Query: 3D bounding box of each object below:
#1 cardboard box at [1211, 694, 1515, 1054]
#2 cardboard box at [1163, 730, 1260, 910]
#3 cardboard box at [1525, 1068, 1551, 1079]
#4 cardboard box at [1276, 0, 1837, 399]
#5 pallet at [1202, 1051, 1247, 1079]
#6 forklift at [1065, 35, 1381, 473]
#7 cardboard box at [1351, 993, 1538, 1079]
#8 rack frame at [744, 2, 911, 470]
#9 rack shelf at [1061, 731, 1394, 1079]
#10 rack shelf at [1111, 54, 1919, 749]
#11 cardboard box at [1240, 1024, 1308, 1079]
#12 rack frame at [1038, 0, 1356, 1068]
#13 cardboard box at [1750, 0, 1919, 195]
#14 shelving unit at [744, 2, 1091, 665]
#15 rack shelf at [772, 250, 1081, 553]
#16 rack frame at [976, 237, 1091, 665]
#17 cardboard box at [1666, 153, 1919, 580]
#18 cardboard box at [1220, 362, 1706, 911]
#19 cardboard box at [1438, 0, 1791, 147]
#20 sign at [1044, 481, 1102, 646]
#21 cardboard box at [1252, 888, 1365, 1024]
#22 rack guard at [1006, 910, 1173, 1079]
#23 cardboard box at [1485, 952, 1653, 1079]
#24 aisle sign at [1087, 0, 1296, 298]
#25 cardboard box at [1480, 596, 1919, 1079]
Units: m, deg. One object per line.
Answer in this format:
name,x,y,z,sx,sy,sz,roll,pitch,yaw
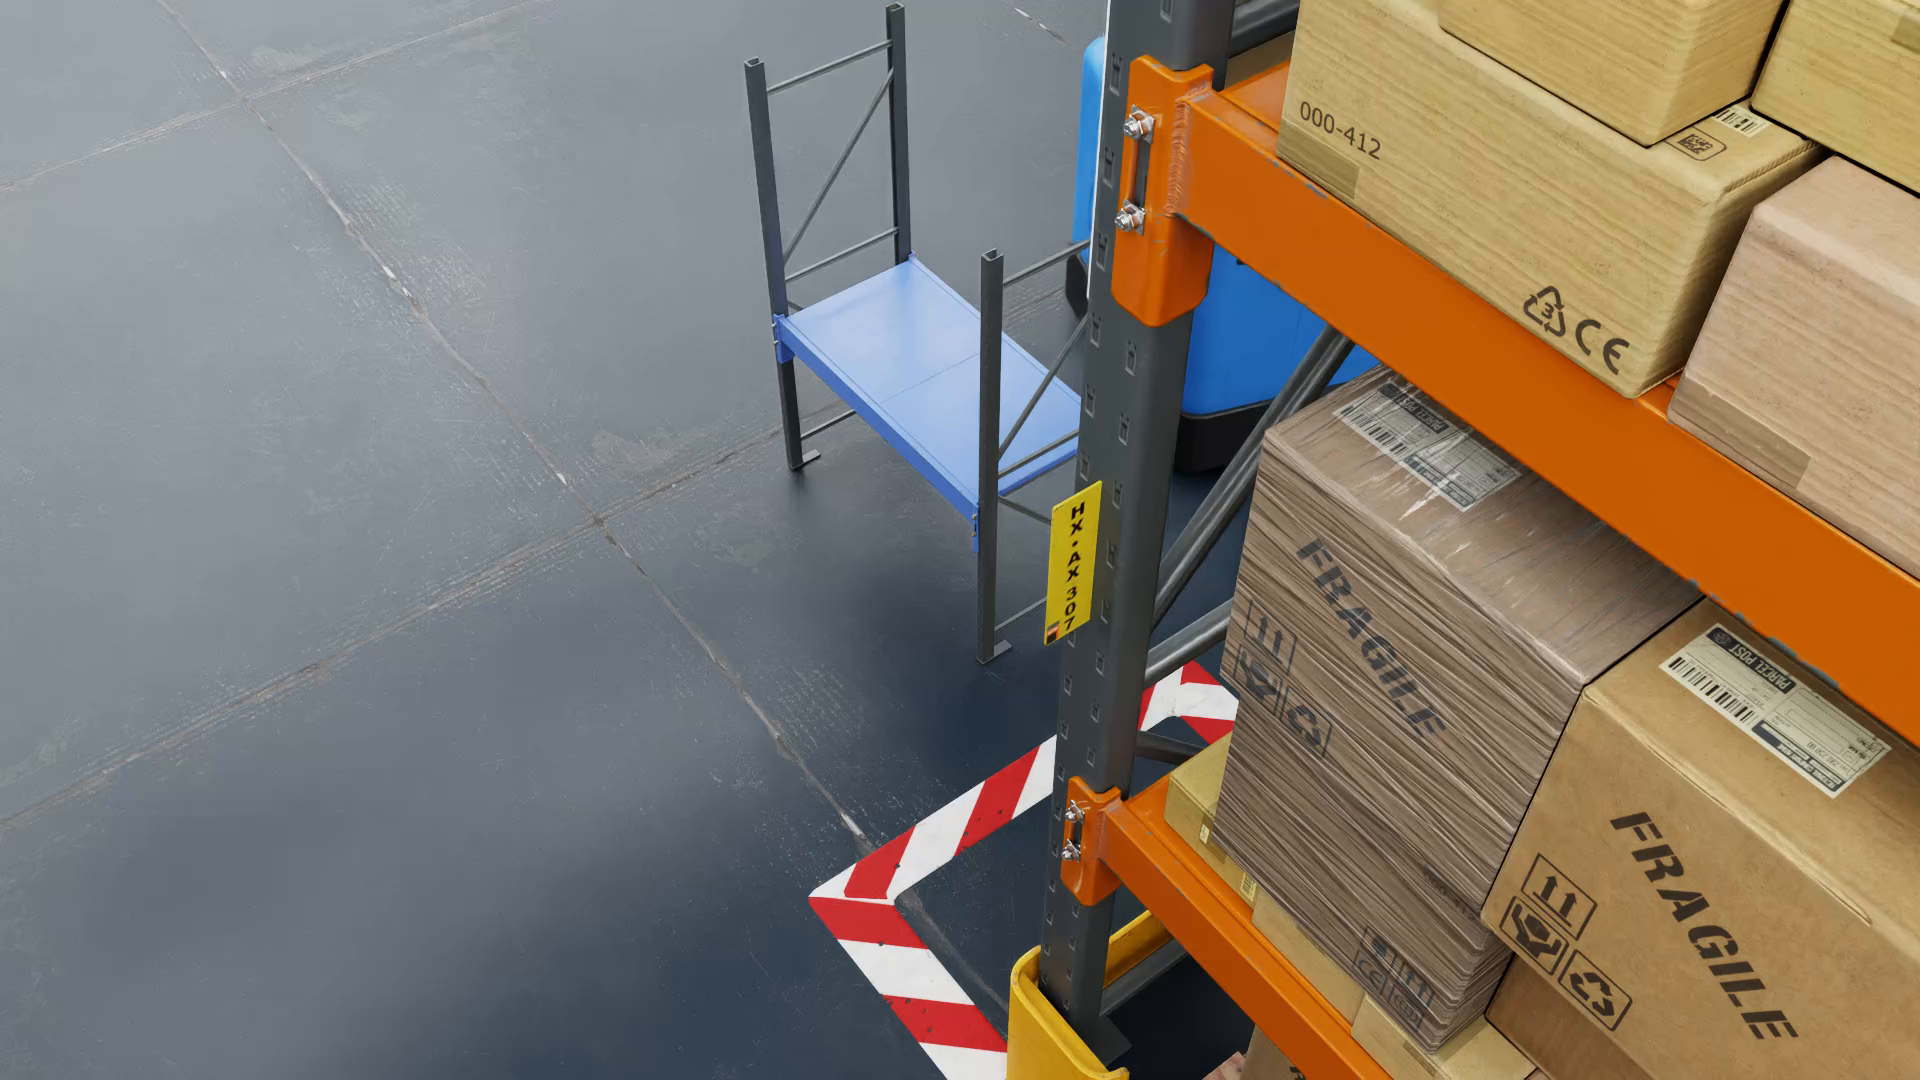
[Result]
cardboard box,0.921,0.290,2.694,0.875,0.500,0.500,-29,54,-24
cardboard box,0.593,0.447,2.990,0.380,0.149,0.250,-29,54,-24
cardboard box,1.036,0.895,2.584,0.380,0.149,0.250,-29,54,-24
cardboard box,0.696,-0.470,1.728,0.500,0.250,0.500,-28,54,-23
pallet,1.120,1.564,3.690,1.003,0.211,1.213,-29,54,-24
forklift,1.950,-1.852,4.950,3.031,2.935,1.130,-14,49,-12
cardboard box,0.868,0.757,2.709,0.380,0.149,0.250,-29,54,-24
rack frame,-0.359,-0.854,5.012,0.500,1.500,0.032,-29,54,-24
rack shelf,1.821,1.508,2.344,1.077,0.370,4.000,-29,54,-24
rack shelf,1.821,0.501,1.232,1.077,0.370,4.000,-29,54,-24
cardboard box,0.975,1.162,3.576,0.500,0.500,0.500,-20,51,-17
rack frame,0.610,0.087,3.146,1.000,3.000,0.127,-29,54,-24
cardboard box,0.924,-0.448,1.439,0.380,0.149,0.250,-30,55,-25
shelving unit,-0.052,-0.554,4.740,0.538,1.500,1.048,-29,54,-24
rack shelf,-0.052,-0.433,4.873,0.538,0.185,1.000,-29,54,-24
rack frame,0.256,-0.254,4.468,0.500,1.500,0.032,-29,54,-24
cardboard box,1.013,-0.168,1.455,0.500,0.250,0.500,-31,55,-25
cardboard box,0.726,0.065,2.224,0.500,0.500,0.500,-29,54,-24
cardboard box,0.673,-0.541,1.524,0.380,0.149,0.250,-28,54,-23
sign,0.178,0.040,2.605,0.100,0.325,0.005,-29,54,-24
cardboard box,0.729,0.603,2.848,0.380,0.149,0.250,-29,54,-24
rack guard,0.656,0.972,4.032,1.175,0.500,0.348,-29,54,-24
cardboard box,1.319,0.531,2.475,0.875,0.500,0.500,-29,54,-24
aisle sign,0.334,-0.688,2.094,0.394,0.787,0.004,-29,54,-24
cardboard box,1.023,0.363,1.954,0.500,0.500,0.500,-29,54,-24
